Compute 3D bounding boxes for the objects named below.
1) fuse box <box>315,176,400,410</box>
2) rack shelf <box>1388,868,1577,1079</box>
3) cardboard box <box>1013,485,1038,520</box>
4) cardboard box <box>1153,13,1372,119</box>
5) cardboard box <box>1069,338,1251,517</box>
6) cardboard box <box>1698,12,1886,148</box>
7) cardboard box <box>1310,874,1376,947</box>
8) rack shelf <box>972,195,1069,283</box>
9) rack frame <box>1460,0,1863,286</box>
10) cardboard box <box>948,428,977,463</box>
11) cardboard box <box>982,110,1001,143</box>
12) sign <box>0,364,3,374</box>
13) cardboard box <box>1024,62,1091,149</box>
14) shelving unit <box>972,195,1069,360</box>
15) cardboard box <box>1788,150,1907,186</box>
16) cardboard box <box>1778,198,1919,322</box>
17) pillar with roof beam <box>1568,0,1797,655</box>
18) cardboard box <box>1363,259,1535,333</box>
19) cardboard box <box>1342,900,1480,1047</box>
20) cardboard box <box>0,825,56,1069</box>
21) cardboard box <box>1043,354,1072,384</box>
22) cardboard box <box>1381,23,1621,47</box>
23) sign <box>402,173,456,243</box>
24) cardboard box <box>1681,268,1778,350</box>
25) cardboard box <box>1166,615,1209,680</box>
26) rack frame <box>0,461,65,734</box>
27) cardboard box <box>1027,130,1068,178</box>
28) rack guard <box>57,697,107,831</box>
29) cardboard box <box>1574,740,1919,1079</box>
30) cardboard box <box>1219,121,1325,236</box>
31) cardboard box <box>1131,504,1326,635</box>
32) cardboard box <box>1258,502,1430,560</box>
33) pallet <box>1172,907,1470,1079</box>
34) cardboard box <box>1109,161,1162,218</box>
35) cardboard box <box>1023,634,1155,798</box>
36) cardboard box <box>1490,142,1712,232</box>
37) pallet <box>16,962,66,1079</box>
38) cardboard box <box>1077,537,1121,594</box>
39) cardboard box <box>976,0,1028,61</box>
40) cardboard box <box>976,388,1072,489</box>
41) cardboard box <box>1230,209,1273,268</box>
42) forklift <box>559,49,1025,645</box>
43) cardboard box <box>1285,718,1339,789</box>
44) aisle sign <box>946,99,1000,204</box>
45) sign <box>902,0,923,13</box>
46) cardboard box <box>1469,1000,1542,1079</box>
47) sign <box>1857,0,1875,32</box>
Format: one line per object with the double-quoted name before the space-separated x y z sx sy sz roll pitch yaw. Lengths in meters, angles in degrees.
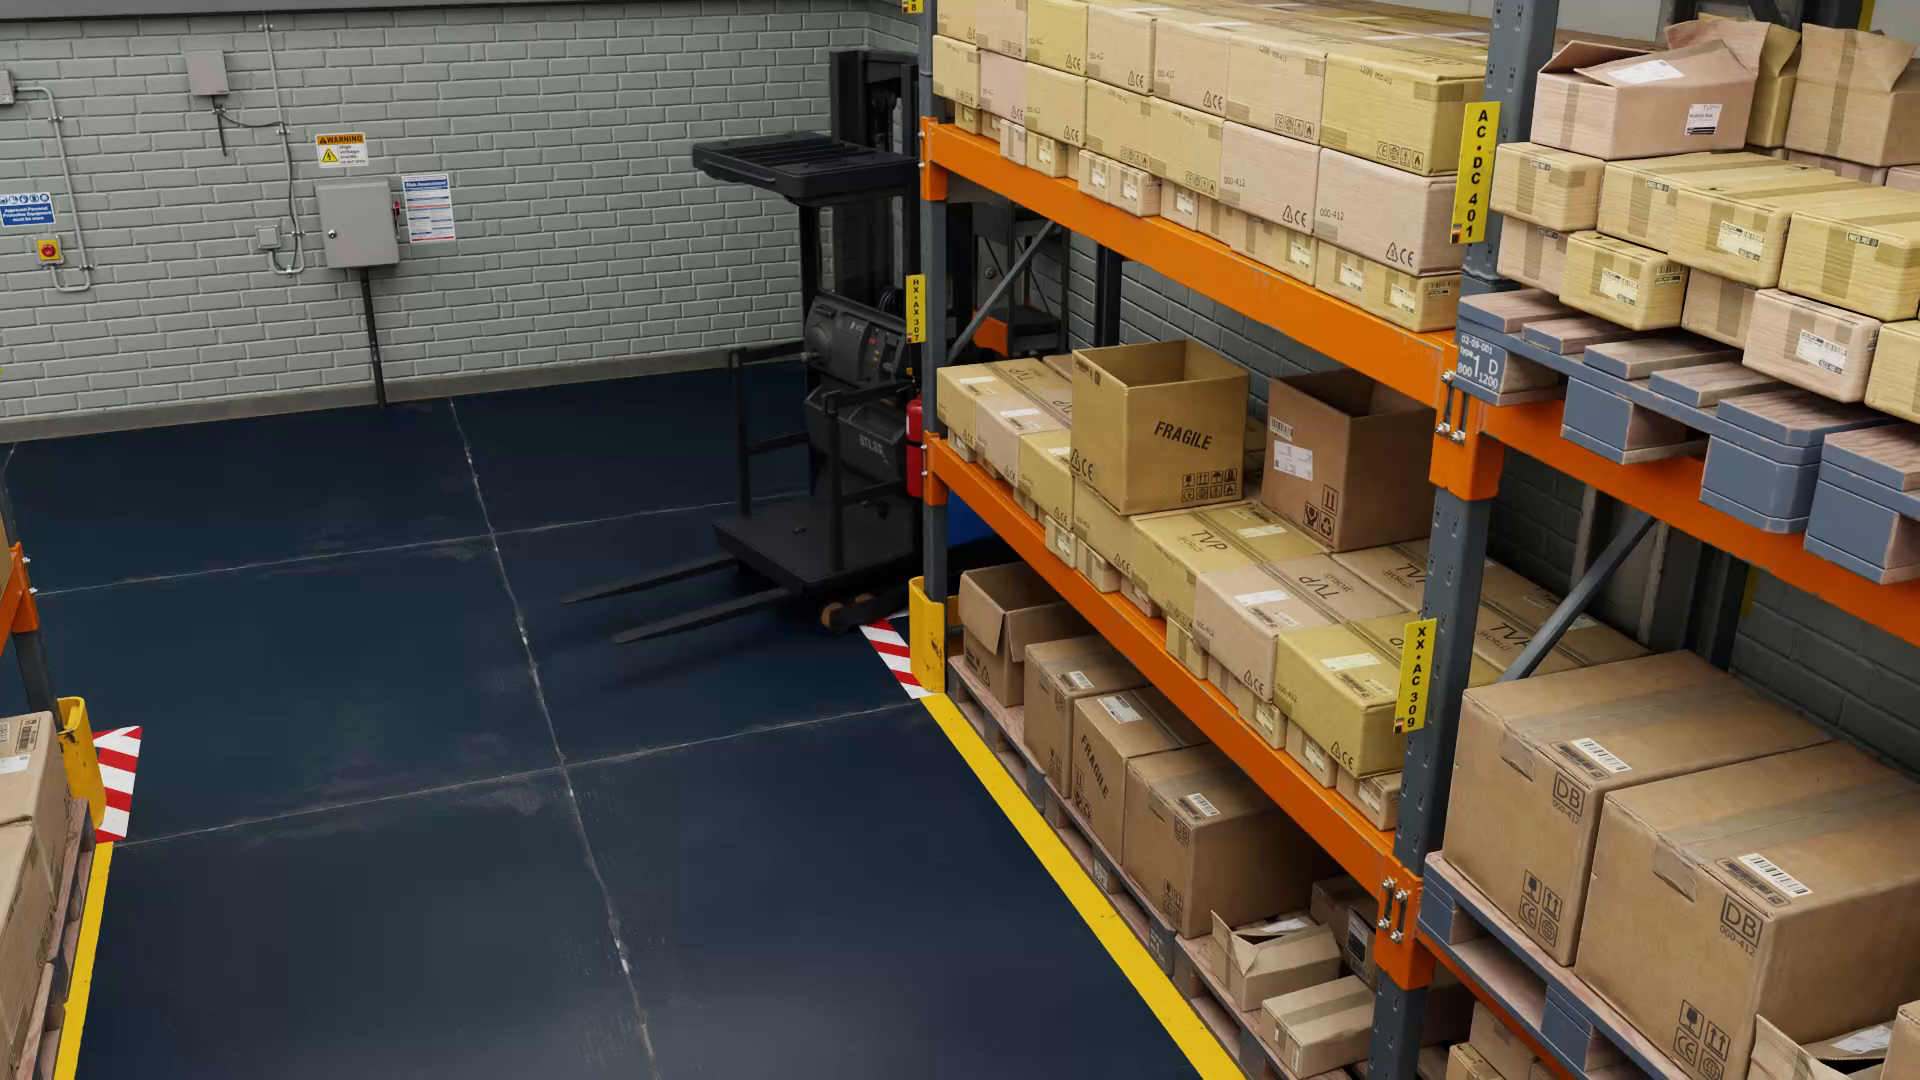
"fuse box" -4.337 -1.774 12.256 0.539 1.711 0.414 -8 24 -19
"rack shelf" 2.422 1.742 3.180 1.077 0.370 4.000 -8 24 -19
"cardboard box" 0.452 -0.219 7.232 0.380 0.149 0.250 -8 24 -17
"cardboard box" 0.953 -1.515 5.288 0.500 0.250 0.500 -8 24 -18
"cardboard box" 0.741 -0.436 6.267 0.500 0.500 0.500 -8 24 -18
"cardboard box" 1.887 -1.048 3.750 0.396 0.266 0.258 -9 24 -20
"cardboard box" 1.550 1.374 6.257 0.380 0.149 0.250 -9 24 -20
"rack shelf" 0.363 -1.837 10.104 0.431 0.518 0.480 -10 23 -24
"rack frame" 1.715 -2.080 3.600 1.000 3.000 0.127 -8 24 -19
"cardboard box" 0.162 -0.496 7.889 0.380 0.149 0.250 -9 24 -19
"cardboard box" 0.314 -1.796 7.111 0.380 0.149 0.250 -8 24 -18
"sign" -3.828 -0.799 6.488 0.100 0.325 0.005 -8 24 -19
"cardboard box" 0.571 -1.651 6.254 0.500 0.250 0.500 -9 25 -21
"shelving unit" 0.362 -1.196 10.350 0.431 2.100 0.503 -10 23 -24
"cardboard box" 2.042 -0.776 3.638 0.380 0.149 0.250 -8 24 -19
"cardboard box" 1.737 -0.515 3.019 0.380 0.149 0.250 -9 24 -20
"pillar with roof beam" -1.715 -1.866 3.092 9.100 9.000 0.400 -8 24 -19
"cardboard box" 1.312 -0.672 4.445 0.380 0.149 0.250 -9 24 -19
"cardboard box" 1.703 1.457 5.852 0.500 0.311 0.500 -7 24 -17
"cardboard box" -3.682 1.458 5.687 0.875 0.438 0.875 -8 24 -18
"cardboard box" 0.713 -0.707 7.874 0.500 0.250 0.500 -8 24 -17
"cardboard box" 1.609 -1.402 5.018 0.500 0.250 0.500 -9 24 -20
"sign" -3.948 -2.467 12.363 0.329 0.494 0.001 -8 24 -19
"cardboard box" 1.689 -0.481 3.322 0.380 0.149 0.250 -8 24 -19
"cardboard box" 0.956 0.348 5.886 0.380 0.149 0.250 -9 24 -20
"rack frame" -4.340 -0.087 6.594 1.000 3.000 0.127 -8 24 -19
"cardboard box" 0.480 -1.502 6.413 0.380 0.149 0.250 -8 24 -19
"rack guard" -4.349 1.056 7.100 1.175 0.500 0.348 -8 24 -19
"cardboard box" 1.860 0.839 3.728 0.700 0.500 0.500 -8 24 -18
"cardboard box" 1.117 -1.094 4.933 0.500 0.250 0.500 -9 25 -21
"cardboard box" 0.952 0.102 5.957 0.500 0.250 0.500 -9 24 -19
"cardboard box" 1.429 0.030 6.127 0.500 0.250 0.500 -8 24 -18
"pallet" 1.474 1.720 5.899 1.003 0.211 1.213 -8 24 -19
"cardboard box" 0.740 -1.228 5.762 0.380 0.149 0.250 -8 24 -18
"cardboard box" 0.695 0.740 7.309 0.700 0.500 0.500 -7 24 -17
"cardboard box" 1.410 -0.790 3.672 0.380 0.149 0.250 -8 24 -17
"pallet" -3.557 1.920 5.422 1.003 0.211 1.213 -8 24 -19
"cardboard box" 0.682 0.071 6.542 0.380 0.149 0.250 -8 24 -18
"cardboard box" 0.386 -2.067 6.596 0.500 0.250 0.500 -9 24 -19
"cardboard box" 0.389 -0.452 7.271 0.500 0.250 0.500 -8 24 -18
"cardboard box" 1.059 -0.950 5.104 0.380 0.149 0.250 -8 24 -19
"forklift" -0.741 -1.074 9.024 3.031 2.935 1.130 -16 28 -33
"cardboard box" 1.254 0.627 5.224 0.380 0.149 0.250 -8 24 -18
"aisle sign" 0.003 -1.952 7.671 0.394 0.787 0.004 -8 24 -19
"sign" -0.205 -2.480 7.284 0.100 0.325 0.005 -8 24 -19
"cardboard box" 1.650 1.365 4.609 0.380 0.149 0.250 -9 24 -20
"sign" 2.233 -1.195 4.189 0.100 0.325 0.005 -8 24 -19
